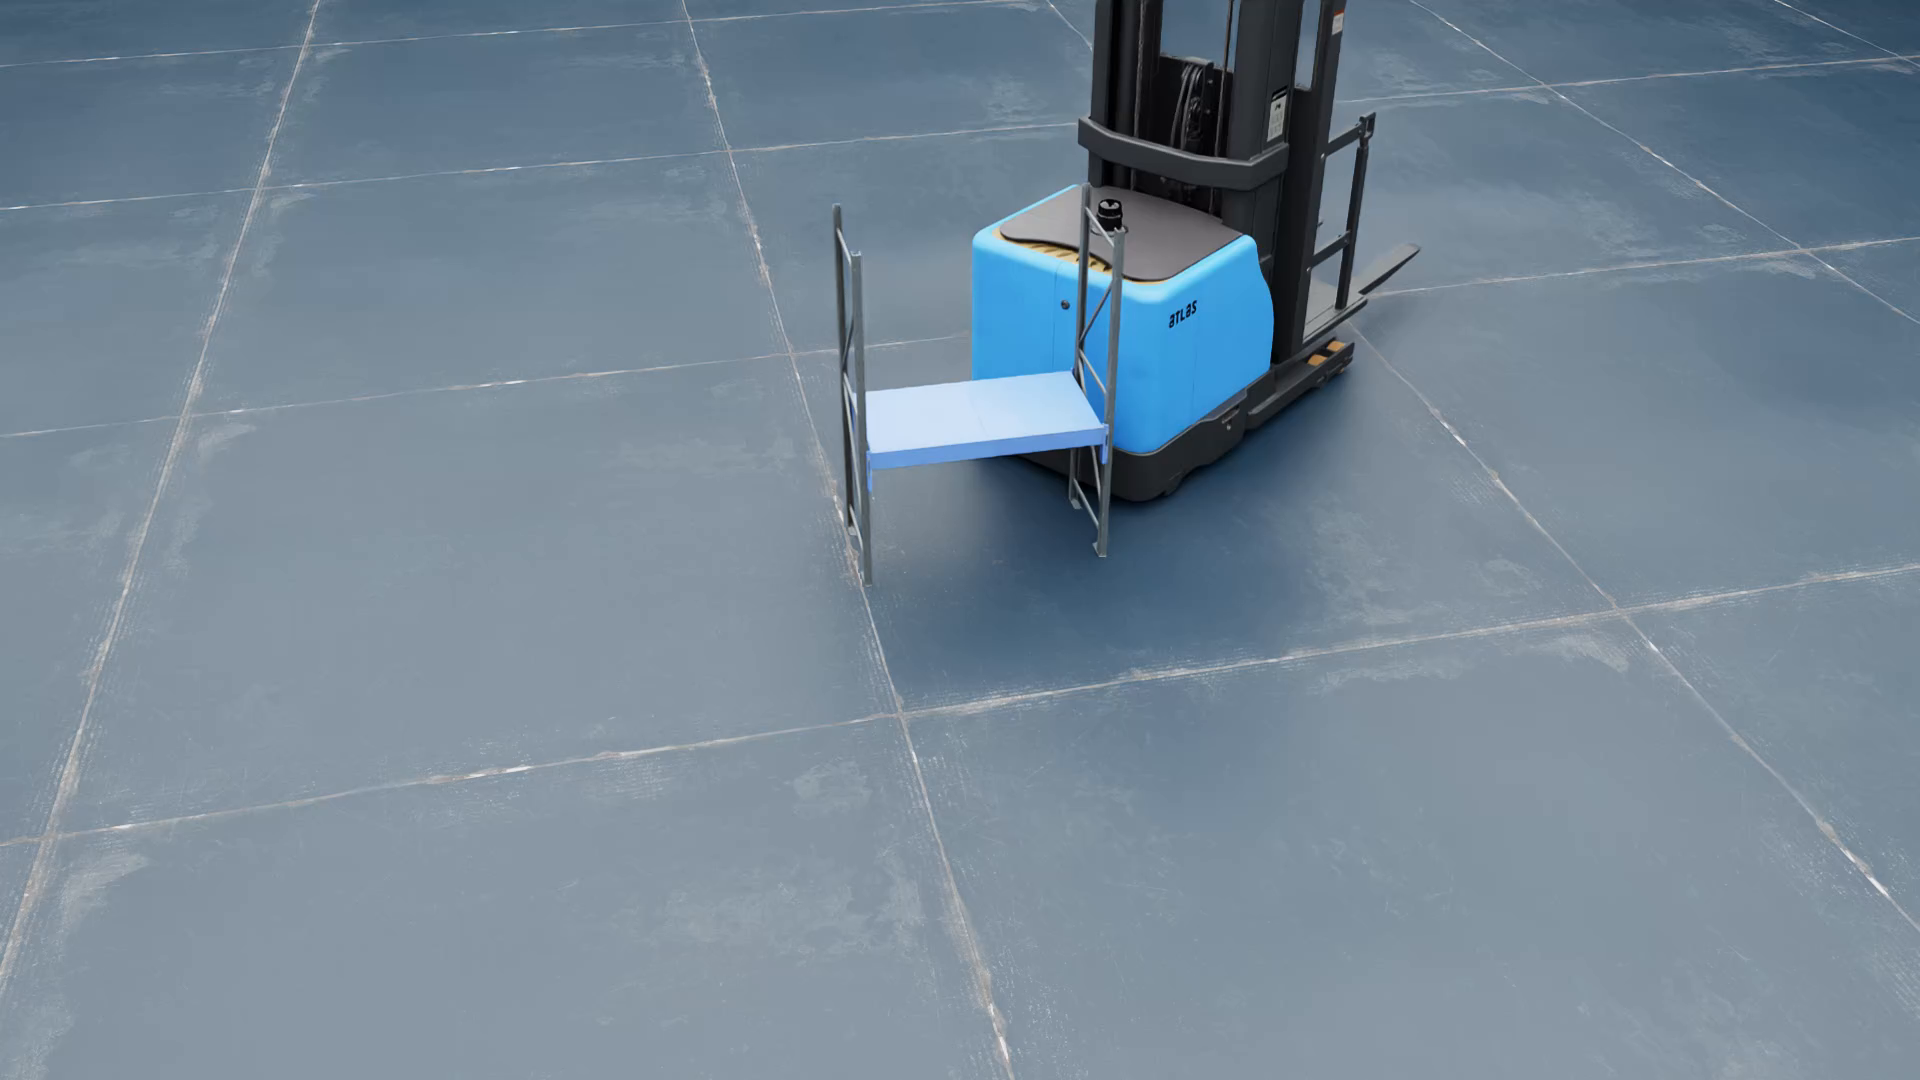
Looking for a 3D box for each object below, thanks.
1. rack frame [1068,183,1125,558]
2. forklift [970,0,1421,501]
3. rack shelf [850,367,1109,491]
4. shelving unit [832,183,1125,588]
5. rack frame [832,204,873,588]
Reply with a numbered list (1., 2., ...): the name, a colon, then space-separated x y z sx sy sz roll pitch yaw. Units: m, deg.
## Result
1. rack frame: 0.560 -0.681 6.920 0.032 1.500 0.500 -7 34 -10
2. forklift: 1.361 -2.143 7.812 1.130 2.935 3.031 25 41 32
3. rack shelf: 0.063 -0.471 6.929 1.000 0.185 0.538 -7 34 -10
4. shelving unit: 0.063 -0.621 6.829 1.048 1.500 0.538 -7 34 -10
5. rack frame: -0.433 -0.560 6.739 0.032 1.500 0.500 -7 34 -10
